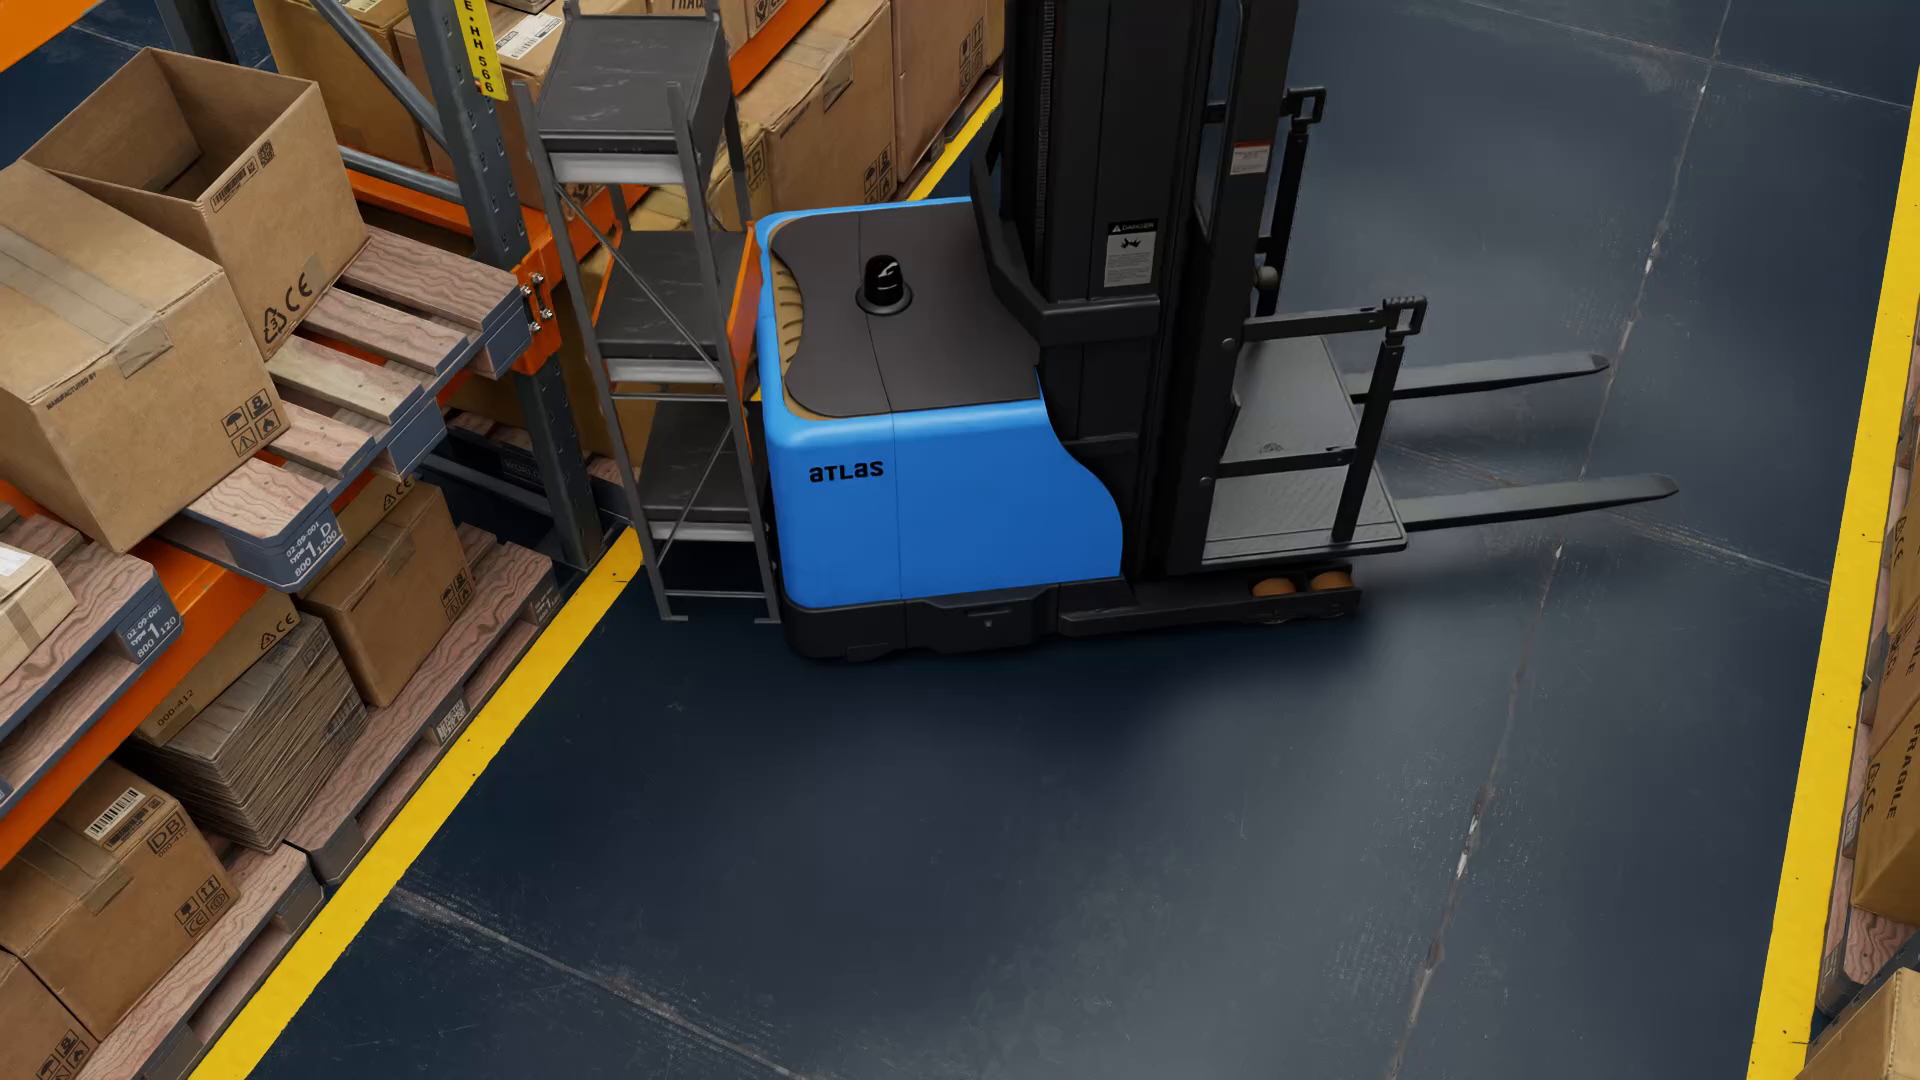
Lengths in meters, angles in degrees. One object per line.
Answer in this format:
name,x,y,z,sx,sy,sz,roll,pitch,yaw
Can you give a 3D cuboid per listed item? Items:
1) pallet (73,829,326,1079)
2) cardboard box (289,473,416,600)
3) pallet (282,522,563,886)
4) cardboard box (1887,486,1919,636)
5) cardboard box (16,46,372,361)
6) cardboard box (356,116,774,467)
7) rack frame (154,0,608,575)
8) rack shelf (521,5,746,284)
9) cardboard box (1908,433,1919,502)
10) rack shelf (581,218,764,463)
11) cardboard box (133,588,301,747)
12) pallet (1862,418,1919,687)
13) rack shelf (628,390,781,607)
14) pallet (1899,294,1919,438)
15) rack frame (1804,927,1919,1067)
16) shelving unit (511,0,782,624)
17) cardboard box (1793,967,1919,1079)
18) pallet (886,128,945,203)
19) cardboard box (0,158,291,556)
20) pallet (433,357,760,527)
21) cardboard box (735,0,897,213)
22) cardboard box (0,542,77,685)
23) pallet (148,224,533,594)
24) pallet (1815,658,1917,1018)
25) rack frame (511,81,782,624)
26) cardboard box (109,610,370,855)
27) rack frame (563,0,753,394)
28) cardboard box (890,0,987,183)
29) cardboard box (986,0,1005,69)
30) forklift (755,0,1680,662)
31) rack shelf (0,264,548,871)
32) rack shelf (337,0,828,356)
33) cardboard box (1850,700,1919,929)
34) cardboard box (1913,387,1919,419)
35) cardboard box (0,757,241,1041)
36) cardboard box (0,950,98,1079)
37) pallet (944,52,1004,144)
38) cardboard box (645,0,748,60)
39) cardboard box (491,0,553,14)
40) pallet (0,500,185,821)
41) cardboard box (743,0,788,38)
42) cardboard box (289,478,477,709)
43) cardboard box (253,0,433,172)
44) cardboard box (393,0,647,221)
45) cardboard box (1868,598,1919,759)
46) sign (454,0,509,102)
pallet,-2.548,1.219,4.574,1.003,0.211,1.213,20,52,16
cardboard box,-1.949,-0.163,4.780,0.500,0.250,0.500,22,53,18
pallet,-2.025,0.382,5.286,1.003,0.211,1.213,20,52,16
cardboard box,3.233,0.034,5.117,0.500,0.500,0.500,18,52,14
cardboard box,-1.885,-0.843,4.156,0.500,0.500,0.500,14,51,12
cardboard box,-1.376,-0.975,5.729,1.225,0.875,0.875,18,52,14
rack frame,-1.690,-1.059,4.682,1.000,3.000,0.127,20,52,16
rack shelf,-0.828,-1.026,4.329,0.431,0.518,0.480,2,51,3
cardboard box,3.469,-0.304,5.404,0.500,0.500,0.500,21,53,17
rack shelf,-0.807,-0.580,4.868,0.431,0.518,0.480,2,51,3
cardboard box,-2.167,0.205,4.466,0.500,0.250,0.500,25,54,20
pallet,3.609,0.153,5.481,1.003,0.211,1.213,20,52,16
rack shelf,-0.786,-0.135,5.408,0.431,0.518,0.480,2,51,3
pallet,4.129,-0.690,6.198,1.003,0.211,1.213,20,52,16
rack frame,2.751,0.624,3.249,1.000,3.000,0.127,20,52,16
shelving unit,-0.807,-0.589,4.858,0.431,2.100,0.503,2,51,3
cardboard box,2.410,1.607,3.614,1.050,0.750,0.750,19,52,16
pallet,-0.763,-1.511,6.897,1.003,0.211,1.213,20,52,16
cardboard box,-2.033,-0.426,3.801,0.700,0.500,0.500,27,55,21
pallet,-1.285,-0.674,6.185,1.003,0.211,1.213,20,52,16
cardboard box,-0.989,-1.586,6.250,1.225,0.875,0.875,20,52,16
cardboard box,-2.158,0.085,3.521,0.396,0.266,0.258,18,52,15
pallet,-1.898,-0.471,4.308,1.213,0.211,1.003,20,52,16
pallet,3.087,0.990,4.769,1.003,0.211,1.213,20,52,16
rack frame,-0.822,-0.401,4.703,0.400,2.100,0.015,2,51,3
cardboard box,-2.184,0.462,4.739,0.700,0.500,0.500,16,51,13
rack frame,-0.793,-0.777,5.012,0.400,2.100,0.015,2,51,3
cardboard box,-0.617,-2.198,6.770,1.225,0.875,0.875,18,52,15
cardboard box,-0.236,-2.814,7.294,1.225,0.875,0.875,20,52,16
forklift,0.882,-1.067,4.734,3.031,2.935,1.130,-6,50,-5
rack shelf,-2.544,0.551,3.784,1.077,0.370,4.000,20,52,16
rack shelf,-0.836,-2.203,6.127,1.077,0.370,4.000,20,52,16
cardboard box,2.796,0.760,4.499,0.500,0.500,0.500,20,52,16
cardboard box,3.680,-0.669,5.715,0.500,0.500,0.500,22,53,18
cardboard box,-2.420,0.855,4.405,0.700,0.500,0.500,24,54,19
cardboard box,-2.658,1.239,4.078,0.700,0.500,0.500,16,51,13
pallet,-0.243,-2.354,7.614,1.003,0.211,1.213,20,52,16
cardboard box,-1.018,-1.693,5.156,0.500,0.500,0.500,19,52,15
cardboard box,-1.363,-1.915,4.685,0.797,0.503,0.637,21,53,17
pallet,-2.499,0.380,3.583,1.003,0.211,1.213,20,52,16
cardboard box,-0.802,-2.047,5.457,0.500,0.500,0.500,19,52,15
cardboard box,-1.958,0.076,5.068,0.700,0.500,0.500,17,52,14
cardboard box,-1.703,-1.512,5.001,0.500,0.500,0.500,21,53,17
cardboard box,-1.236,-1.338,4.853,0.500,0.500,0.500,21,53,17
cardboard box,3.021,0.404,4.802,0.500,0.500,0.500,22,53,18
sign,-1.195,-1.239,4.126,0.100,0.325,0.005,20,52,16
